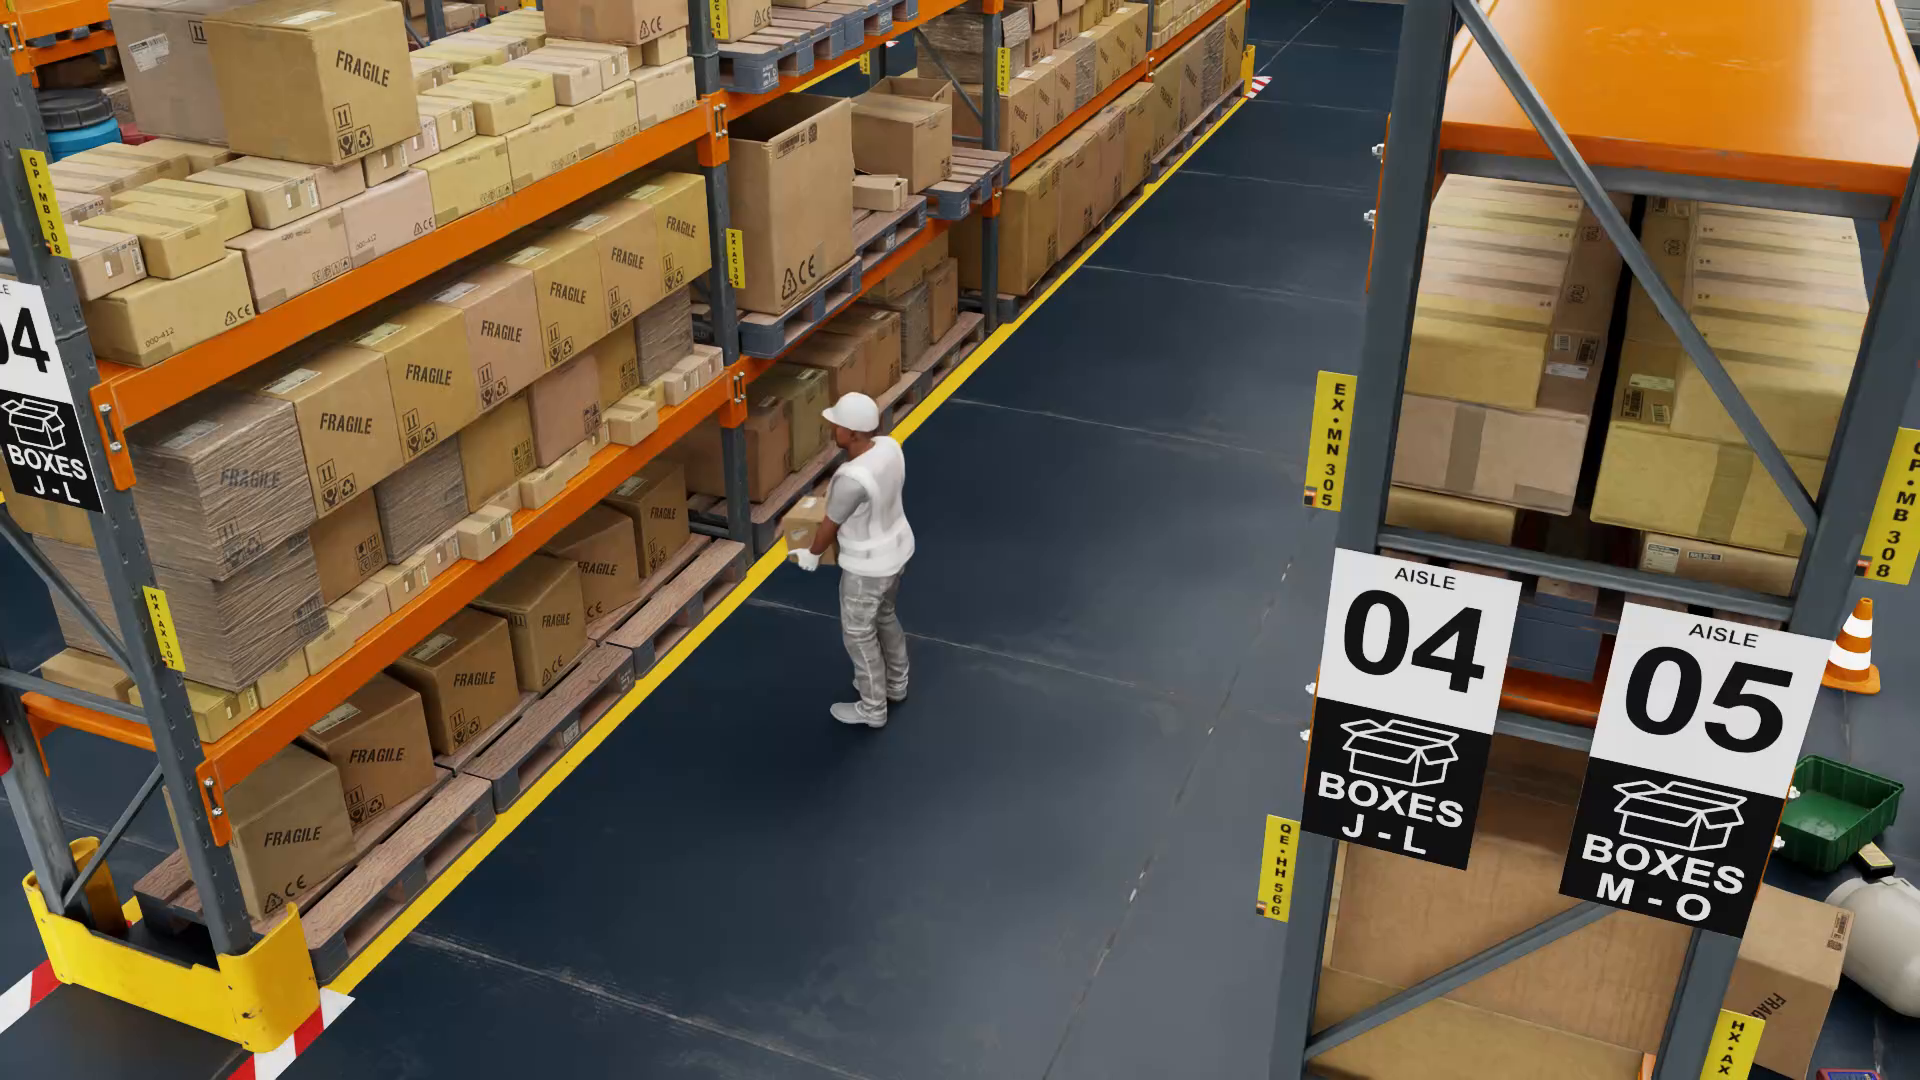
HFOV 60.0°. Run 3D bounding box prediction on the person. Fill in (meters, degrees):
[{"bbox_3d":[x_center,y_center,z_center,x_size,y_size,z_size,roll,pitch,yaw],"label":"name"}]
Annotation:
[{"bbox_3d":[-0.536,0.081,8.239,0.587,1.778,0.491,11,31,18],"label":"person"}]
